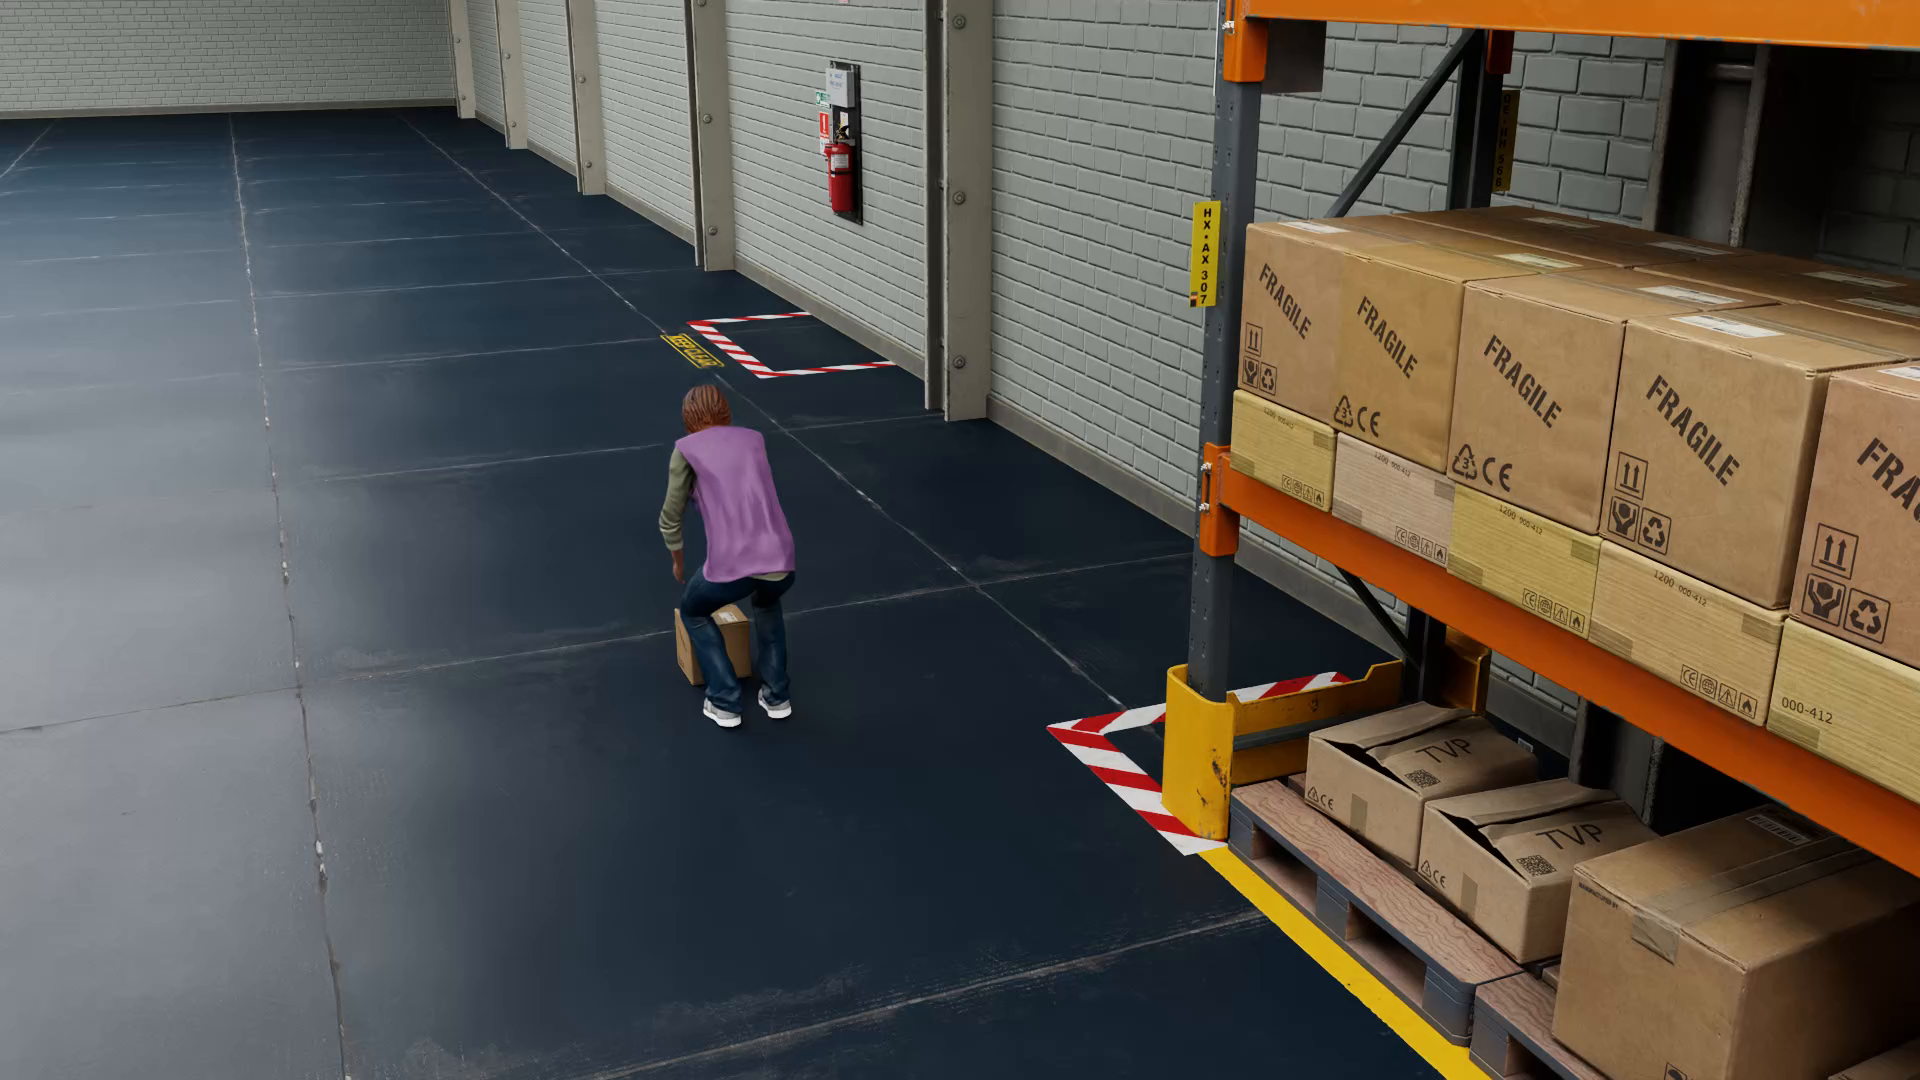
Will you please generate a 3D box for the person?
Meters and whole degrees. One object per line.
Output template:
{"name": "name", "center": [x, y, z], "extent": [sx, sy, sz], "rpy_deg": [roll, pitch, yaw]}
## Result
{"name": "person", "center": [-0.887, 0.084, 6.369], "extent": [0.463, 1.255, 0.673], "rpy_deg": [-8, 21, -22]}
